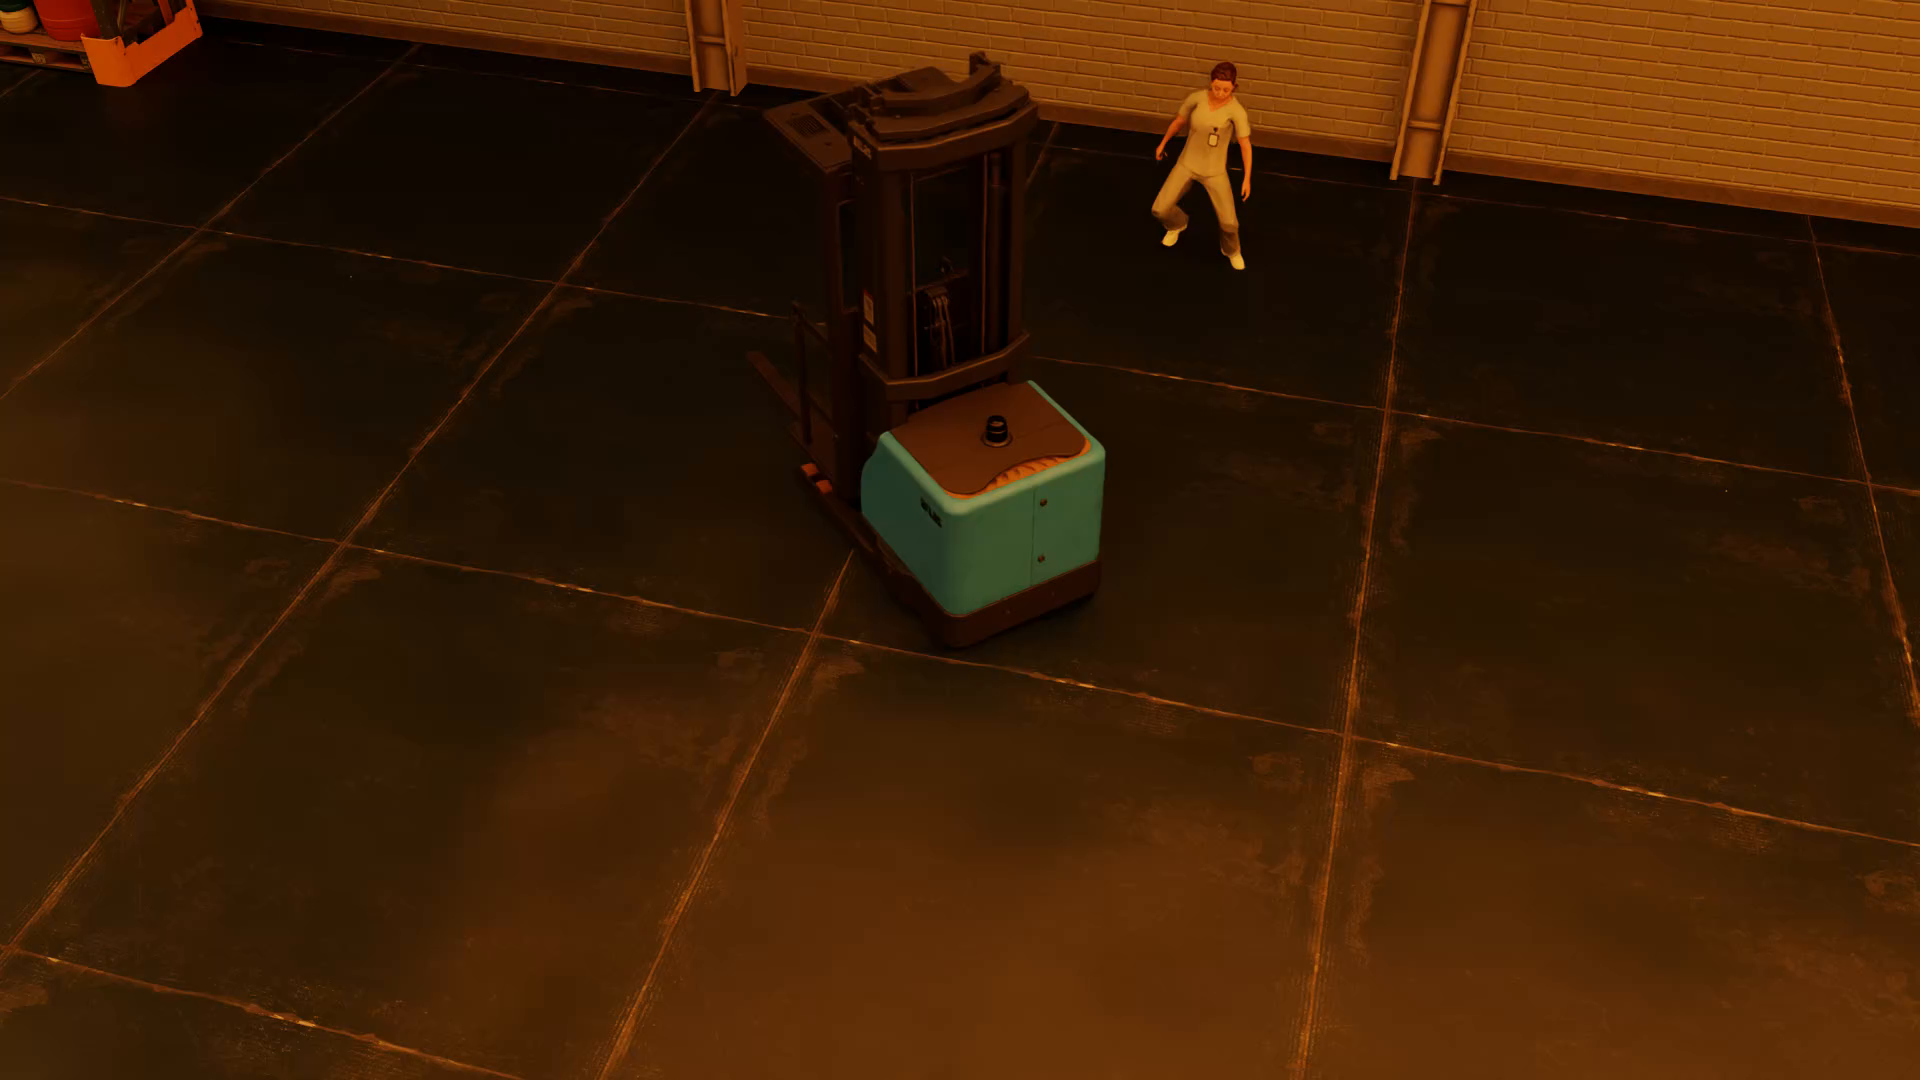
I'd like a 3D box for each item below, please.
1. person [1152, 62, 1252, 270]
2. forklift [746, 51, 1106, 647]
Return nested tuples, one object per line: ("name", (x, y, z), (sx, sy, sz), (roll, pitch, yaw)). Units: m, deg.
("person", (1.754, -2.705, 11.981), (0.798, 1.585, 0.502), (22, 46, 23))
("forklift", (-0.377, -1.454, 9.520), (1.130, 2.935, 3.031), (-22, 46, -23))
